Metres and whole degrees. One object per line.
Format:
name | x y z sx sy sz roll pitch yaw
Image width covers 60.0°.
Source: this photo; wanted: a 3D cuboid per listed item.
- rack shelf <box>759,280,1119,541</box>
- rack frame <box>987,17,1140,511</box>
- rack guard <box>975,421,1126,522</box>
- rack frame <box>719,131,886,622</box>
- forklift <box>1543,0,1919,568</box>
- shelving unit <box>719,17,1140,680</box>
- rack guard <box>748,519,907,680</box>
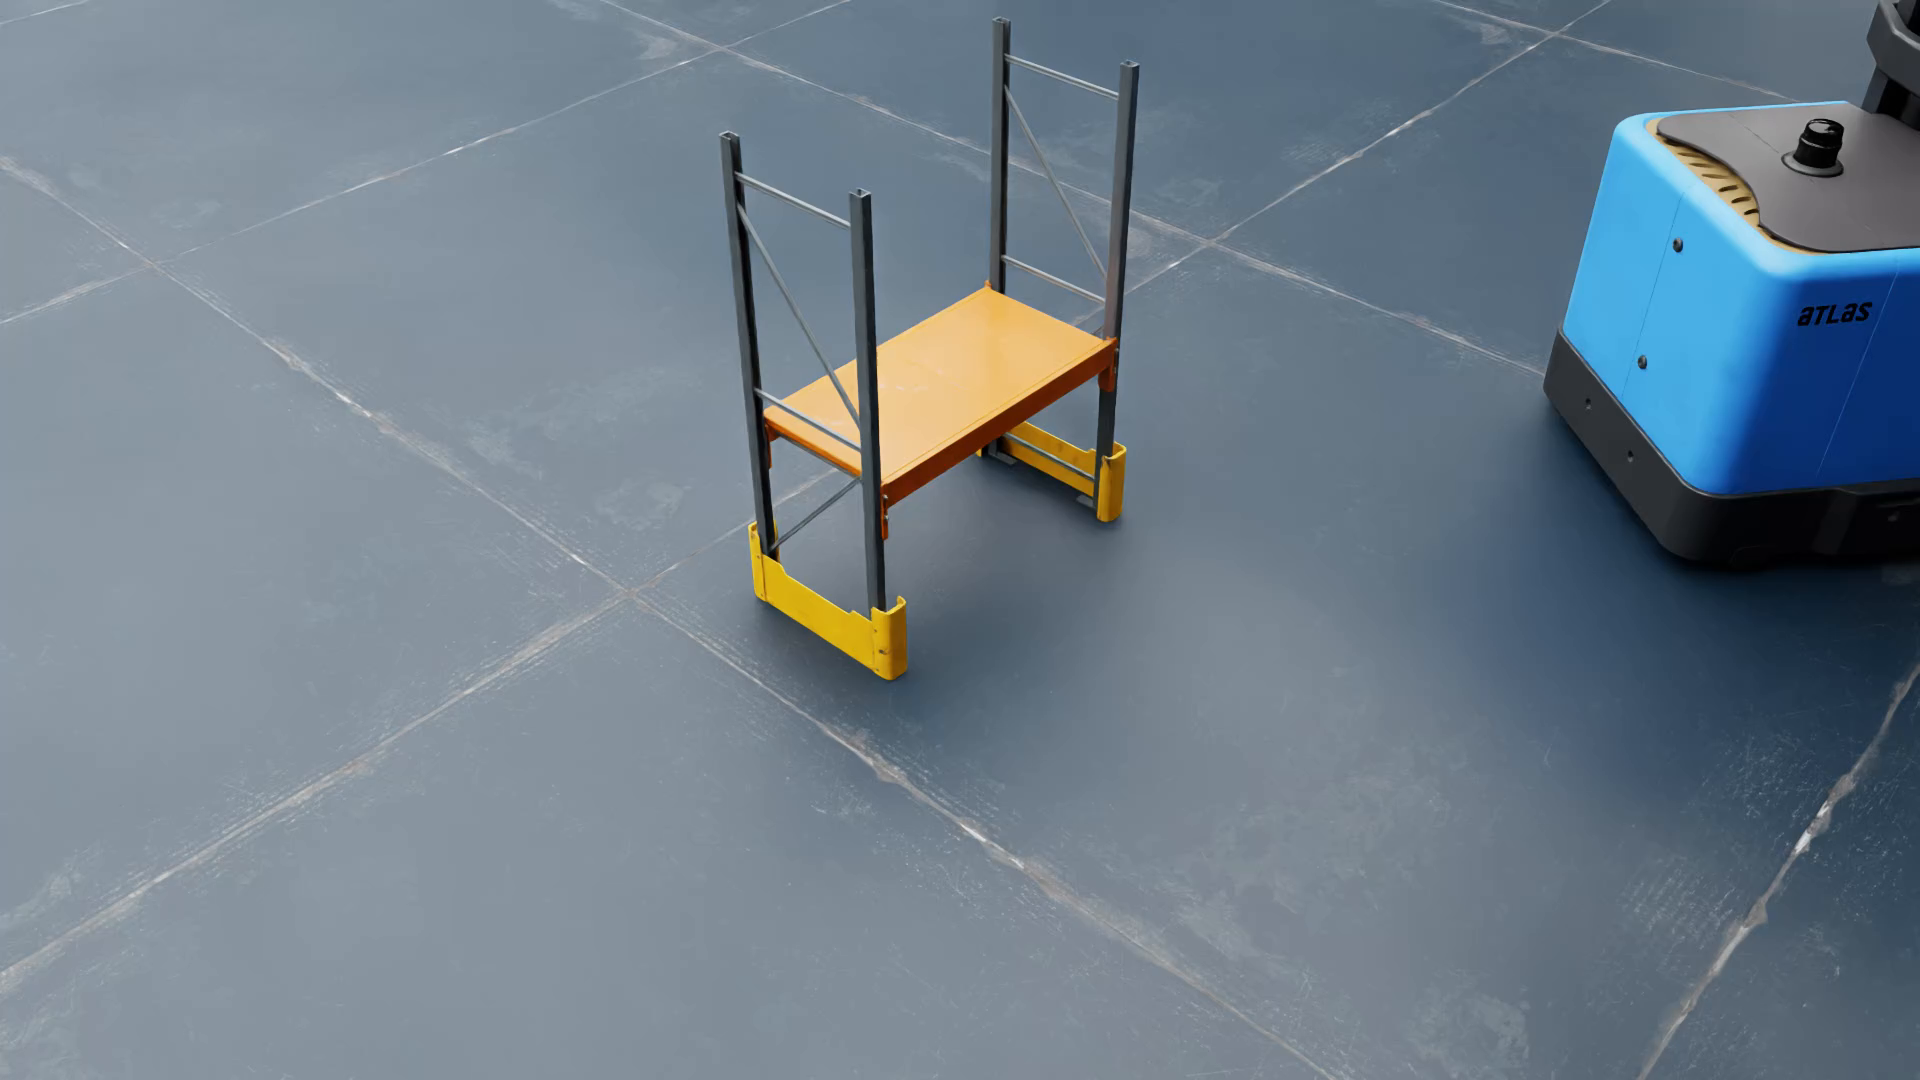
rack shelf | -0.058 -0.407 4.846 0.538 0.185 1.000 30 47 32
rack frame | 0.285 -0.781 5.028 0.500 1.500 0.032 30 47 32
rack guard | 0.285 -0.292 5.416 0.587 0.250 0.087 30 47 32
rack frame | -0.400 -0.314 4.440 0.500 1.500 0.032 30 47 32
forklift | 3.591 -1.478 4.754 3.031 2.935 1.130 -5 39 -7
shelving unit | -0.051 -0.552 4.739 0.587 1.500 1.083 30 47 32
rack guard | -0.387 0.166 4.840 0.587 0.250 0.087 30 47 32
